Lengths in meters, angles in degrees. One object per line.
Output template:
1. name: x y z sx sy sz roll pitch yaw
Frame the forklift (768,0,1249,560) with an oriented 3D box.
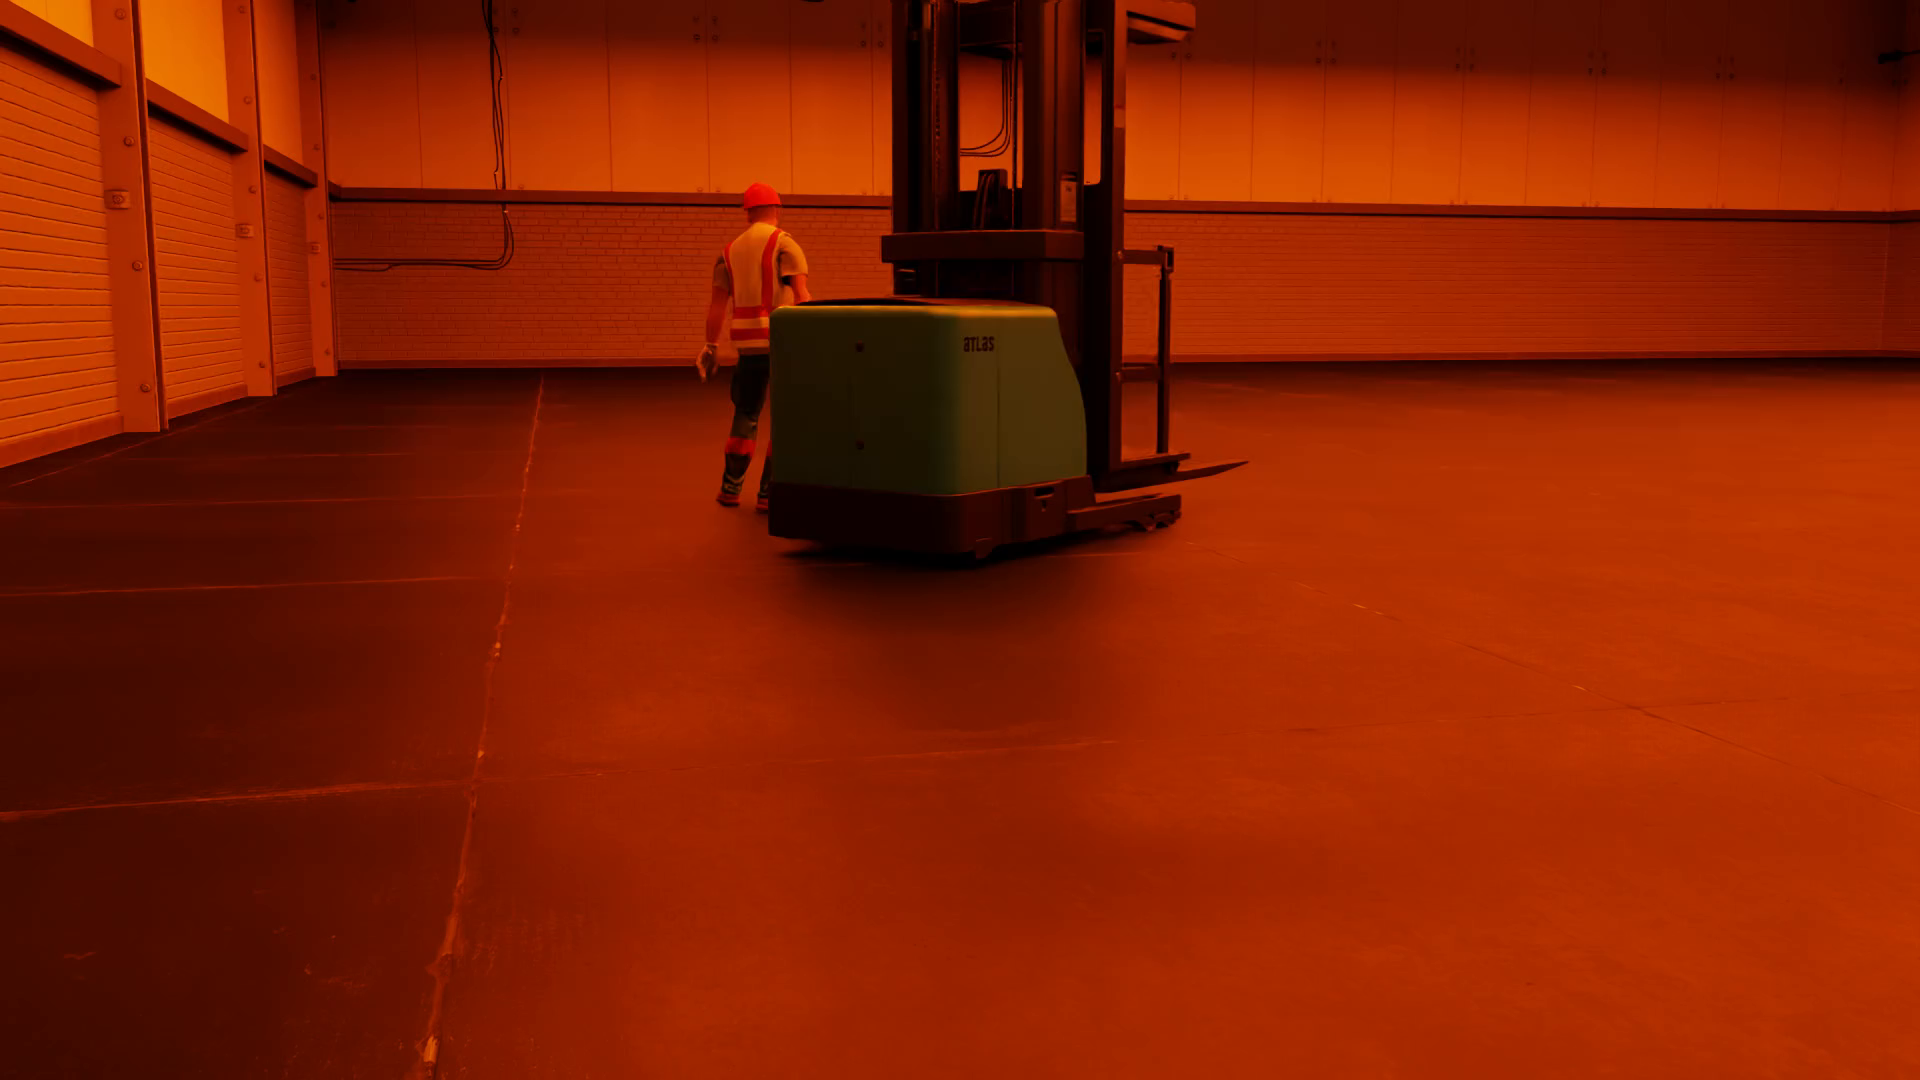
1. forklift: 0.436 -1.529 8.057 1.130 2.935 3.031 6 10 36

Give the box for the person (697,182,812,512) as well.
1. person: -1.024 -1.023 8.858 0.869 1.748 0.462 6 10 35
